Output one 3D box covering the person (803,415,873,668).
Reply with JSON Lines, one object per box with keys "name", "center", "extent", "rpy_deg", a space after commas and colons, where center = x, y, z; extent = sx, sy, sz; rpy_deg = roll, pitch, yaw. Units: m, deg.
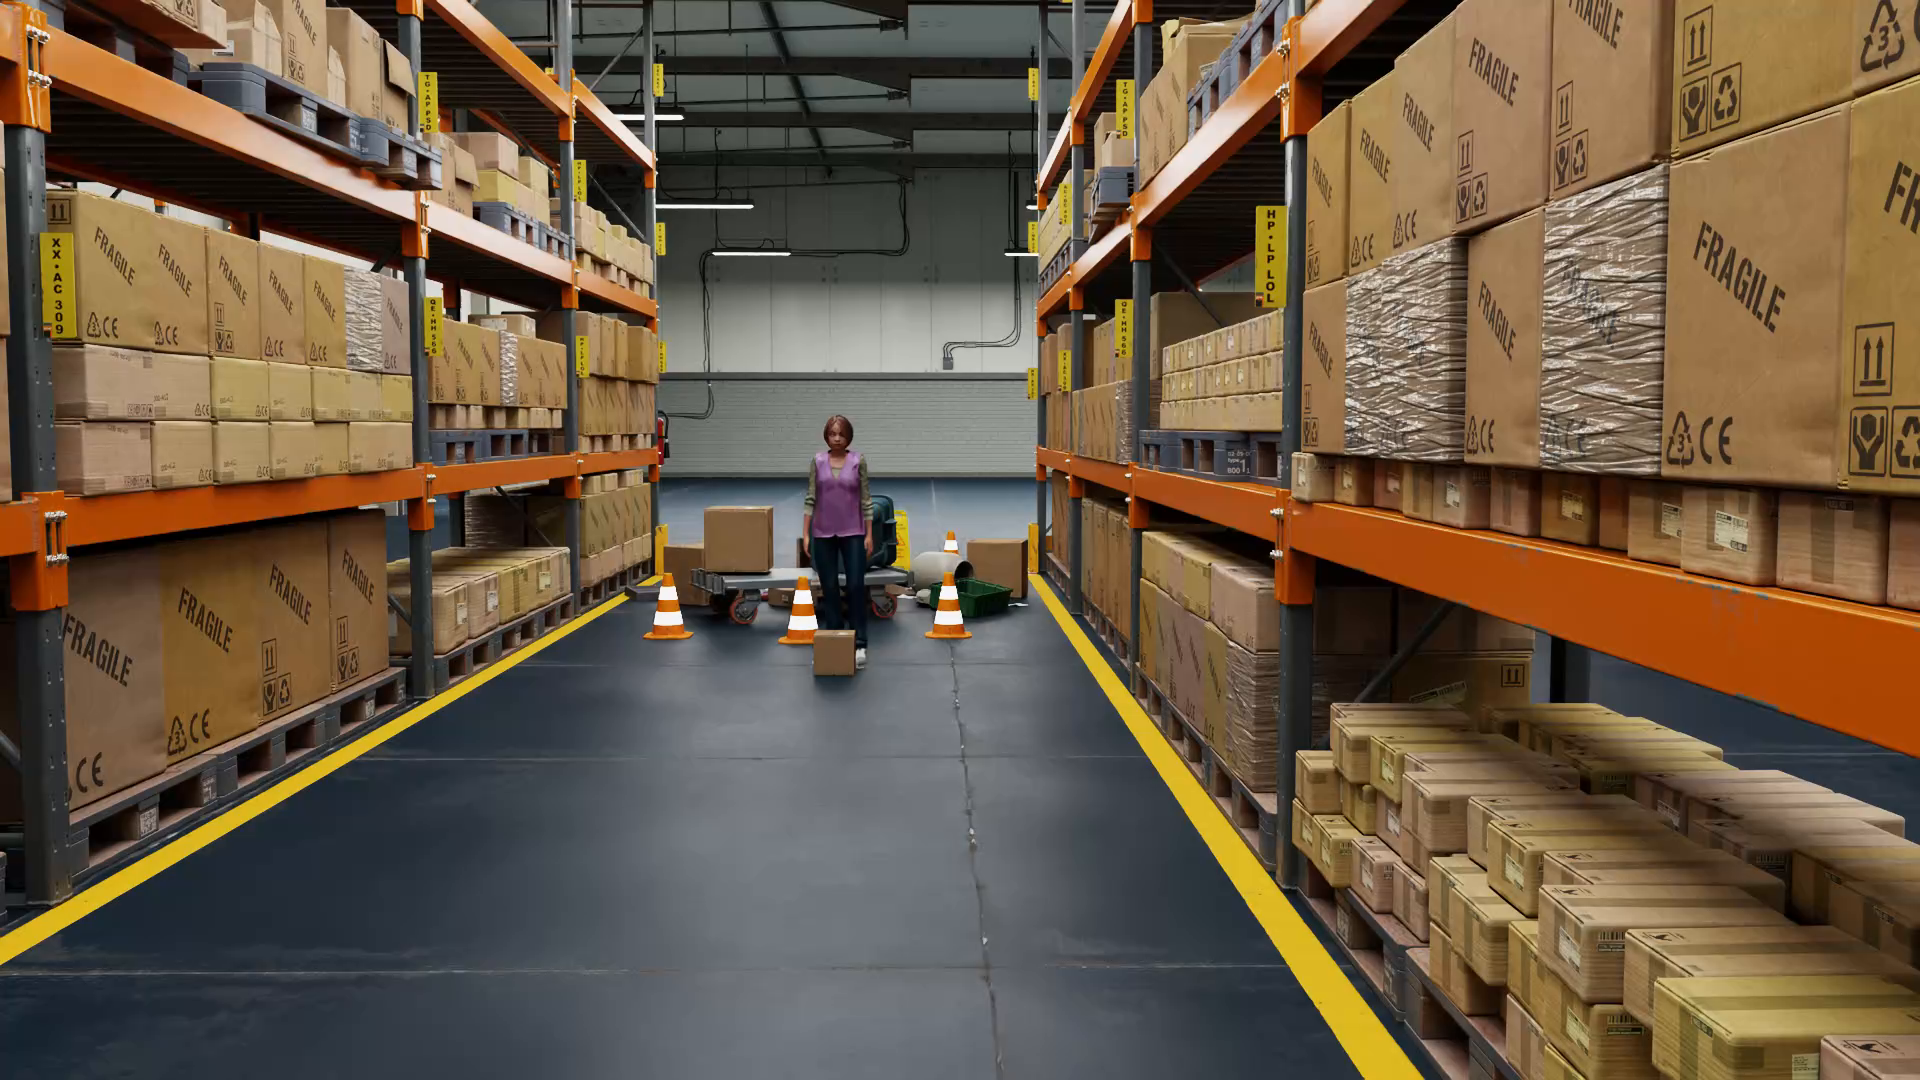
{"name": "person", "center": [-0.795, 0.001, 10.694], "extent": [0.449, 1.610, 0.476], "rpy_deg": [0, 4, 4]}
